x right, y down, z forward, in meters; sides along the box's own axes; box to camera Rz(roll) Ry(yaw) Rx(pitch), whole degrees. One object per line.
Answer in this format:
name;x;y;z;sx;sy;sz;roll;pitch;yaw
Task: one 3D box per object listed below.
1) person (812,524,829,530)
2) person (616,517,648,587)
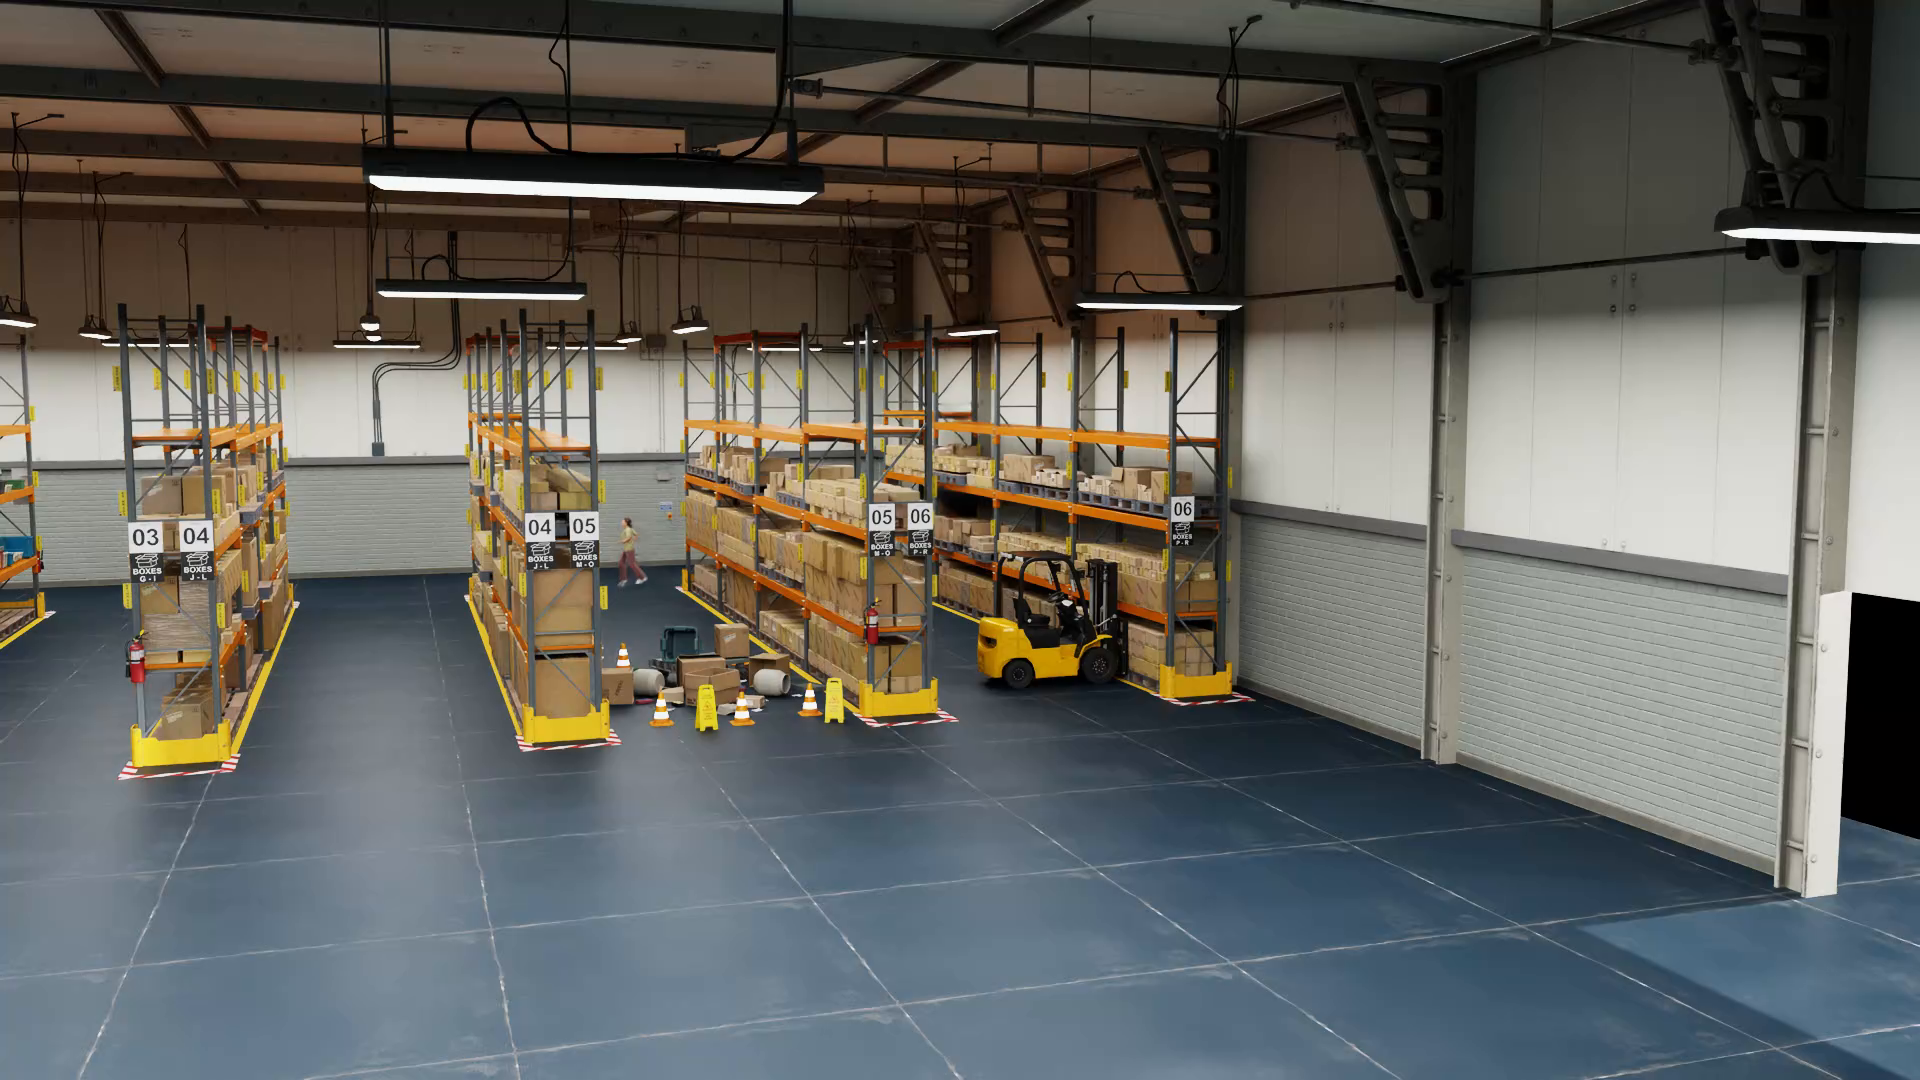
person;-3.262;0.293;37.746;0.672;1.837;0.629;-2;6;-24
person;-8.059;0.311;40.770;0.775;1.716;0.564;-1;6;-11
